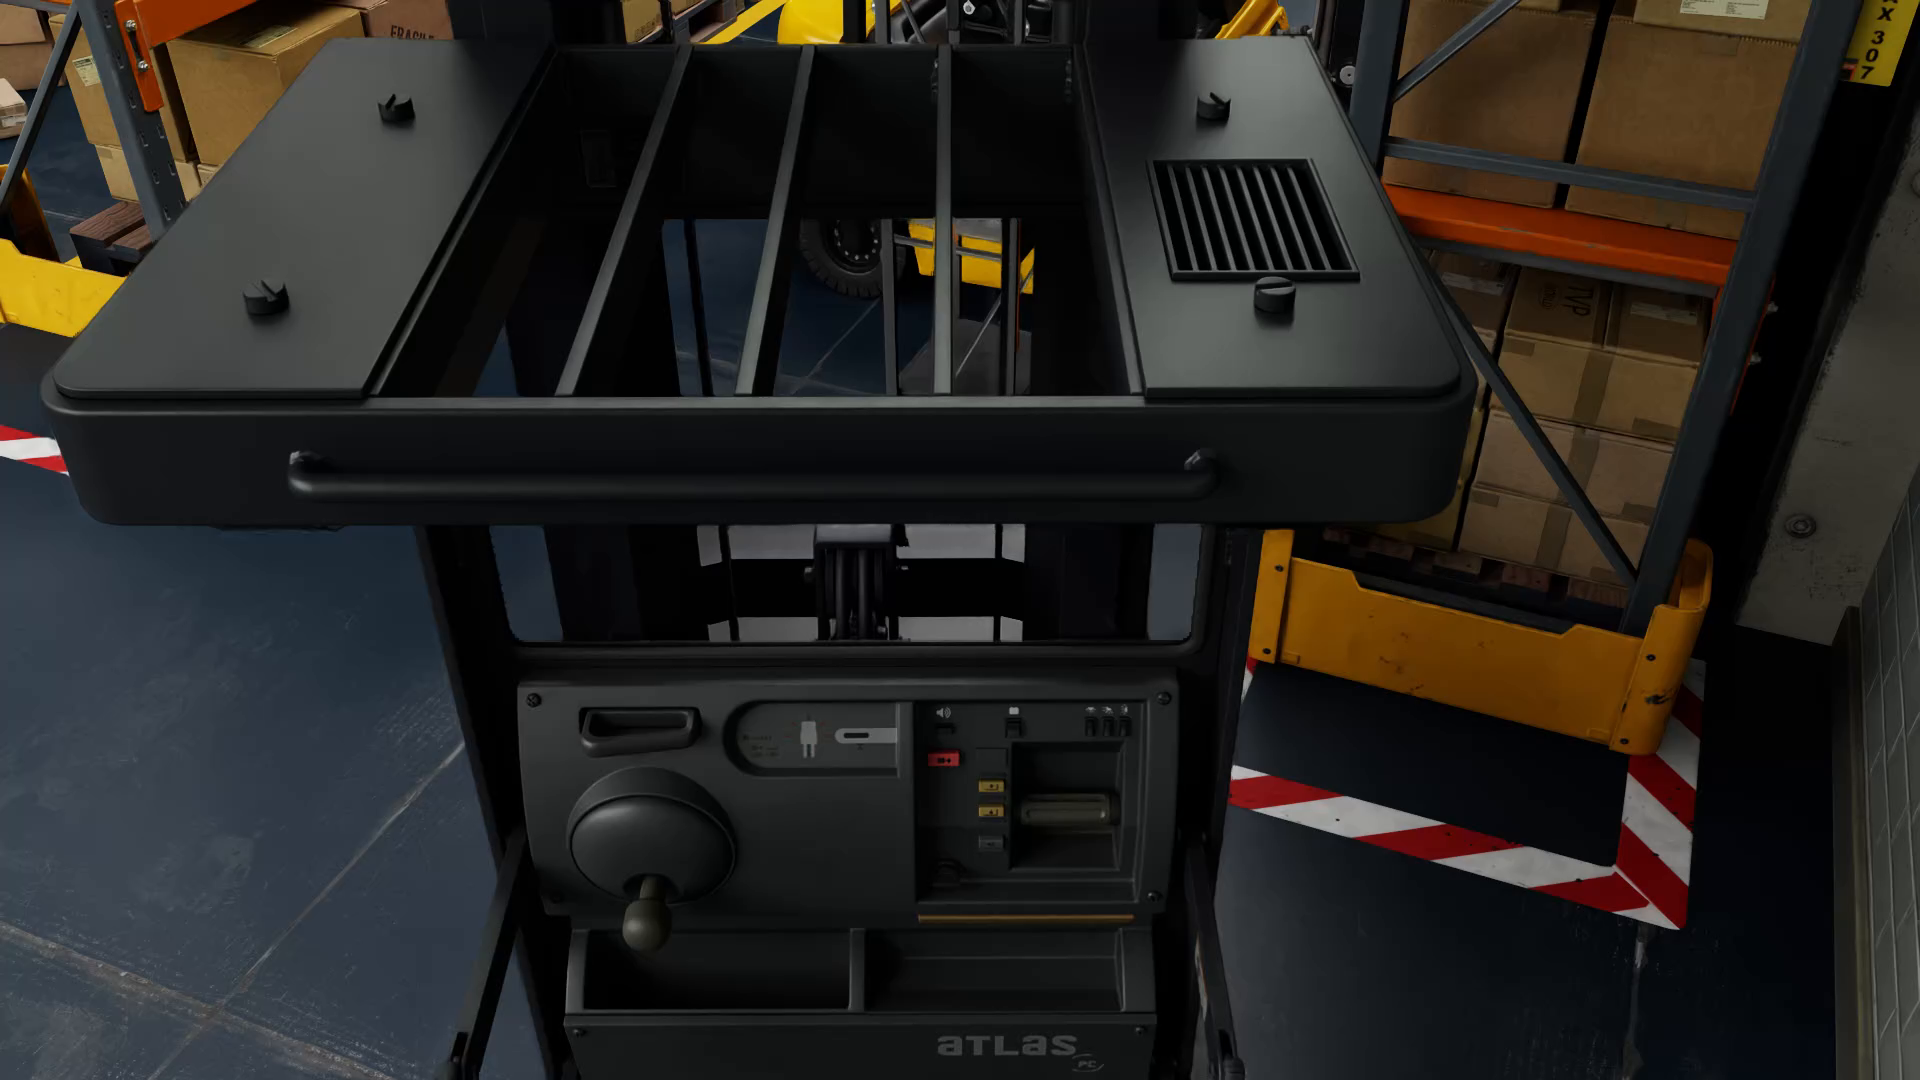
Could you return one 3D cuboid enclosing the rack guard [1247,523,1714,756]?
[{"bbox_3d":[1.394,0.165,4.612,1.175,0.500,0.348,14,39,18],"label":"rack guard"}]

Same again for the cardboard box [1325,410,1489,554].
[{"bbox_3d":[1.290,-0.249,5.023,0.500,0.250,0.500,14,39,18],"label":"cardboard box"}]

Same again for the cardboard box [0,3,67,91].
[{"bbox_3d":[-4.861,-2.528,8.211,0.797,0.503,0.637,-11,38,-14],"label":"cardboard box"}]

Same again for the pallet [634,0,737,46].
[{"bbox_3d":[-1.889,-2.696,8.681,1.003,0.211,1.213,14,39,18],"label":"pallet"}]

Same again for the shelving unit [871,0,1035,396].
[{"bbox_3d":[0.063,-0.933,4.744,0.431,2.100,0.503,14,39,18],"label":"shelving unit"}]

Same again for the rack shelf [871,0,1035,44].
[{"bbox_3d":[0.063,-1.482,4.333,0.431,0.518,0.480,14,39,18],"label":"rack shelf"}]

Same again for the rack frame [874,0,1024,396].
[{"bbox_3d":[-0.030,-0.798,4.563,0.400,2.100,0.015,14,39,18],"label":"rack frame"}]

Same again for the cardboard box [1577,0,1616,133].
[{"bbox_3d":[2.027,-1.394,4.526,0.500,0.500,0.500,15,39,19],"label":"cardboard box"}]

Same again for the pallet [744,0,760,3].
[{"bbox_3d":[-1.371,-3.508,9.766,1.003,0.211,1.213,14,39,18],"label":"pallet"}]

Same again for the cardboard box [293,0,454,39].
[{"bbox_3d":[-2.422,-2.033,6.784,0.500,0.500,0.500,12,39,16],"label":"cardboard box"}]

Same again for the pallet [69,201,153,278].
[{"bbox_3d":[-2.817,-1.345,6.874,1.003,0.211,1.213,14,39,18],"label":"pallet"}]

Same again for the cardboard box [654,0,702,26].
[{"bbox_3d":[-1.643,-2.871,8.532,0.500,0.250,0.500,16,40,20],"label":"cardboard box"}]

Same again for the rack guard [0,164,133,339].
[{"bbox_3d":[-3.159,-1.019,6.196,1.175,0.500,0.348,14,39,18],"label":"rack guard"}]

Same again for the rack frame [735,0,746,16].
[{"bbox_3d":[-1.666,-4.193,8.354,1.000,3.000,0.127,14,39,18],"label":"rack frame"}]

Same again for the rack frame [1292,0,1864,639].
[{"bbox_3d":[1.404,-0.850,3.881,1.000,3.000,0.127,14,39,18],"label":"rack frame"}]

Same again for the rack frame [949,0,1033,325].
[{"bbox_3d":[0.156,-1.068,4.925,0.400,2.100,0.015,14,39,18],"label":"rack frame"}]

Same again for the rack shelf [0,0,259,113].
[{"bbox_3d":[-2.427,-2.798,7.088,1.077,0.370,4.000,14,39,18],"label":"rack shelf"}]

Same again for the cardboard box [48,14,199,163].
[{"bbox_3d":[-3.125,-1.849,6.537,0.500,0.500,0.500,14,39,18],"label":"cardboard box"}]

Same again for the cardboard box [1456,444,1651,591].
[{"bbox_3d":[1.771,-0.144,4.883,0.500,0.250,0.500,14,39,18],"label":"cardboard box"}]

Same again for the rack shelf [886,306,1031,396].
[{"bbox_3d":[0.063,-0.361,5.171,0.431,0.518,0.480,14,39,18],"label":"rack shelf"}]

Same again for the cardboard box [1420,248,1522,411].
[{"bbox_3d":[1.290,-0.643,4.716,0.500,0.250,0.500,15,39,19],"label":"cardboard box"}]

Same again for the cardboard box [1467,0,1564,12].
[{"bbox_3d":[1.276,-1.405,3.999,0.380,0.149,0.250,14,39,18],"label":"cardboard box"}]

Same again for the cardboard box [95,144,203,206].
[{"bbox_3d":[-3.120,-1.567,6.787,0.500,0.250,0.500,14,39,18],"label":"cardboard box"}]

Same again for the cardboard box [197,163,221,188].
[{"bbox_3d":[-2.626,-1.429,6.602,0.500,0.250,0.500,14,39,17],"label":"cardboard box"}]

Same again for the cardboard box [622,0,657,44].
[{"bbox_3d":[-1.836,-2.574,8.134,0.500,0.250,0.500,13,39,17],"label":"cardboard box"}]

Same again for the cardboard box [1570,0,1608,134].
[{"bbox_3d":[1.554,-1.507,4.678,0.500,0.500,0.500,15,39,19],"label":"cardboard box"}]

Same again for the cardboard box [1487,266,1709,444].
[{"bbox_3d":[1.761,-0.540,4.578,0.500,0.250,0.500,13,39,17],"label":"cardboard box"}]

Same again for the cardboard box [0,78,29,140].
[{"bbox_3d":[-4.558,-2.022,7.831,0.250,0.149,0.380,-25,43,-29],"label":"cardboard box"}]

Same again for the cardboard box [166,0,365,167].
[{"bbox_3d":[-2.617,-1.743,6.395,0.500,0.500,0.500,13,39,16],"label":"cardboard box"}]

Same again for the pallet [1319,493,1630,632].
[{"bbox_3d":[1.656,-0.166,5.295,1.003,0.211,1.213,14,39,18],"label":"pallet"}]

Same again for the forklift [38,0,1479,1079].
[{"bbox_3d":[-0.152,0.449,2.201,1.130,2.935,3.031,0,37,0],"label":"forklift"}]

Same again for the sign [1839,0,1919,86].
[{"bbox_3d":[1.915,-1.098,3.425,0.100,0.325,0.005,14,39,18],"label":"sign"}]

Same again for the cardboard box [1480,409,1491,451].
[{"bbox_3d":[1.488,-0.522,5.389,0.500,0.250,0.500,14,39,18],"label":"cardboard box"}]

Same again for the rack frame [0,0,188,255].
[{"bbox_3d":[-3.188,-1.978,5.391,1.000,3.000,0.127,14,39,18],"label":"rack frame"}]

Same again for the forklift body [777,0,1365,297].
[{"bbox_3d":[0.438,-1.975,6.096,2.313,2.155,1.214,14,39,18],"label":"forklift body"}]

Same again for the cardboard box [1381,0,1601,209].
[{"bbox_3d":[1.348,-1.222,4.296,0.500,0.500,0.500,13,39,17],"label":"cardboard box"}]

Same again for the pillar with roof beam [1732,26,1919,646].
[{"bbox_3d":[-1.479,-4.414,3.638,9.100,9.000,0.400,14,39,18],"label":"pillar with roof beam"}]

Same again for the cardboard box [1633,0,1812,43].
[{"bbox_3d":[1.773,-1.278,3.829,0.380,0.149,0.250,13,39,17],"label":"cardboard box"}]

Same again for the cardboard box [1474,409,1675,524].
[{"bbox_3d":[1.775,-0.330,4.714,0.500,0.250,0.500,15,39,19],"label":"cardboard box"}]

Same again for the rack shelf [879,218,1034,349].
[{"bbox_3d":[0.063,-0.922,4.752,0.431,0.518,0.480,14,39,18],"label":"rack shelf"}]

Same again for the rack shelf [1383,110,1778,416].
[{"bbox_3d":[2.165,-1.669,5.578,1.077,0.370,4.000,14,39,18],"label":"rack shelf"}]

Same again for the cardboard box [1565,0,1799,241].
[{"bbox_3d":[1.849,-1.101,4.134,0.500,0.500,0.500,15,39,19],"label":"cardboard box"}]

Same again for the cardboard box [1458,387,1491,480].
[{"bbox_3d":[1.300,-0.458,4.885,0.500,0.250,0.500,13,39,17],"label":"cardboard box"}]
